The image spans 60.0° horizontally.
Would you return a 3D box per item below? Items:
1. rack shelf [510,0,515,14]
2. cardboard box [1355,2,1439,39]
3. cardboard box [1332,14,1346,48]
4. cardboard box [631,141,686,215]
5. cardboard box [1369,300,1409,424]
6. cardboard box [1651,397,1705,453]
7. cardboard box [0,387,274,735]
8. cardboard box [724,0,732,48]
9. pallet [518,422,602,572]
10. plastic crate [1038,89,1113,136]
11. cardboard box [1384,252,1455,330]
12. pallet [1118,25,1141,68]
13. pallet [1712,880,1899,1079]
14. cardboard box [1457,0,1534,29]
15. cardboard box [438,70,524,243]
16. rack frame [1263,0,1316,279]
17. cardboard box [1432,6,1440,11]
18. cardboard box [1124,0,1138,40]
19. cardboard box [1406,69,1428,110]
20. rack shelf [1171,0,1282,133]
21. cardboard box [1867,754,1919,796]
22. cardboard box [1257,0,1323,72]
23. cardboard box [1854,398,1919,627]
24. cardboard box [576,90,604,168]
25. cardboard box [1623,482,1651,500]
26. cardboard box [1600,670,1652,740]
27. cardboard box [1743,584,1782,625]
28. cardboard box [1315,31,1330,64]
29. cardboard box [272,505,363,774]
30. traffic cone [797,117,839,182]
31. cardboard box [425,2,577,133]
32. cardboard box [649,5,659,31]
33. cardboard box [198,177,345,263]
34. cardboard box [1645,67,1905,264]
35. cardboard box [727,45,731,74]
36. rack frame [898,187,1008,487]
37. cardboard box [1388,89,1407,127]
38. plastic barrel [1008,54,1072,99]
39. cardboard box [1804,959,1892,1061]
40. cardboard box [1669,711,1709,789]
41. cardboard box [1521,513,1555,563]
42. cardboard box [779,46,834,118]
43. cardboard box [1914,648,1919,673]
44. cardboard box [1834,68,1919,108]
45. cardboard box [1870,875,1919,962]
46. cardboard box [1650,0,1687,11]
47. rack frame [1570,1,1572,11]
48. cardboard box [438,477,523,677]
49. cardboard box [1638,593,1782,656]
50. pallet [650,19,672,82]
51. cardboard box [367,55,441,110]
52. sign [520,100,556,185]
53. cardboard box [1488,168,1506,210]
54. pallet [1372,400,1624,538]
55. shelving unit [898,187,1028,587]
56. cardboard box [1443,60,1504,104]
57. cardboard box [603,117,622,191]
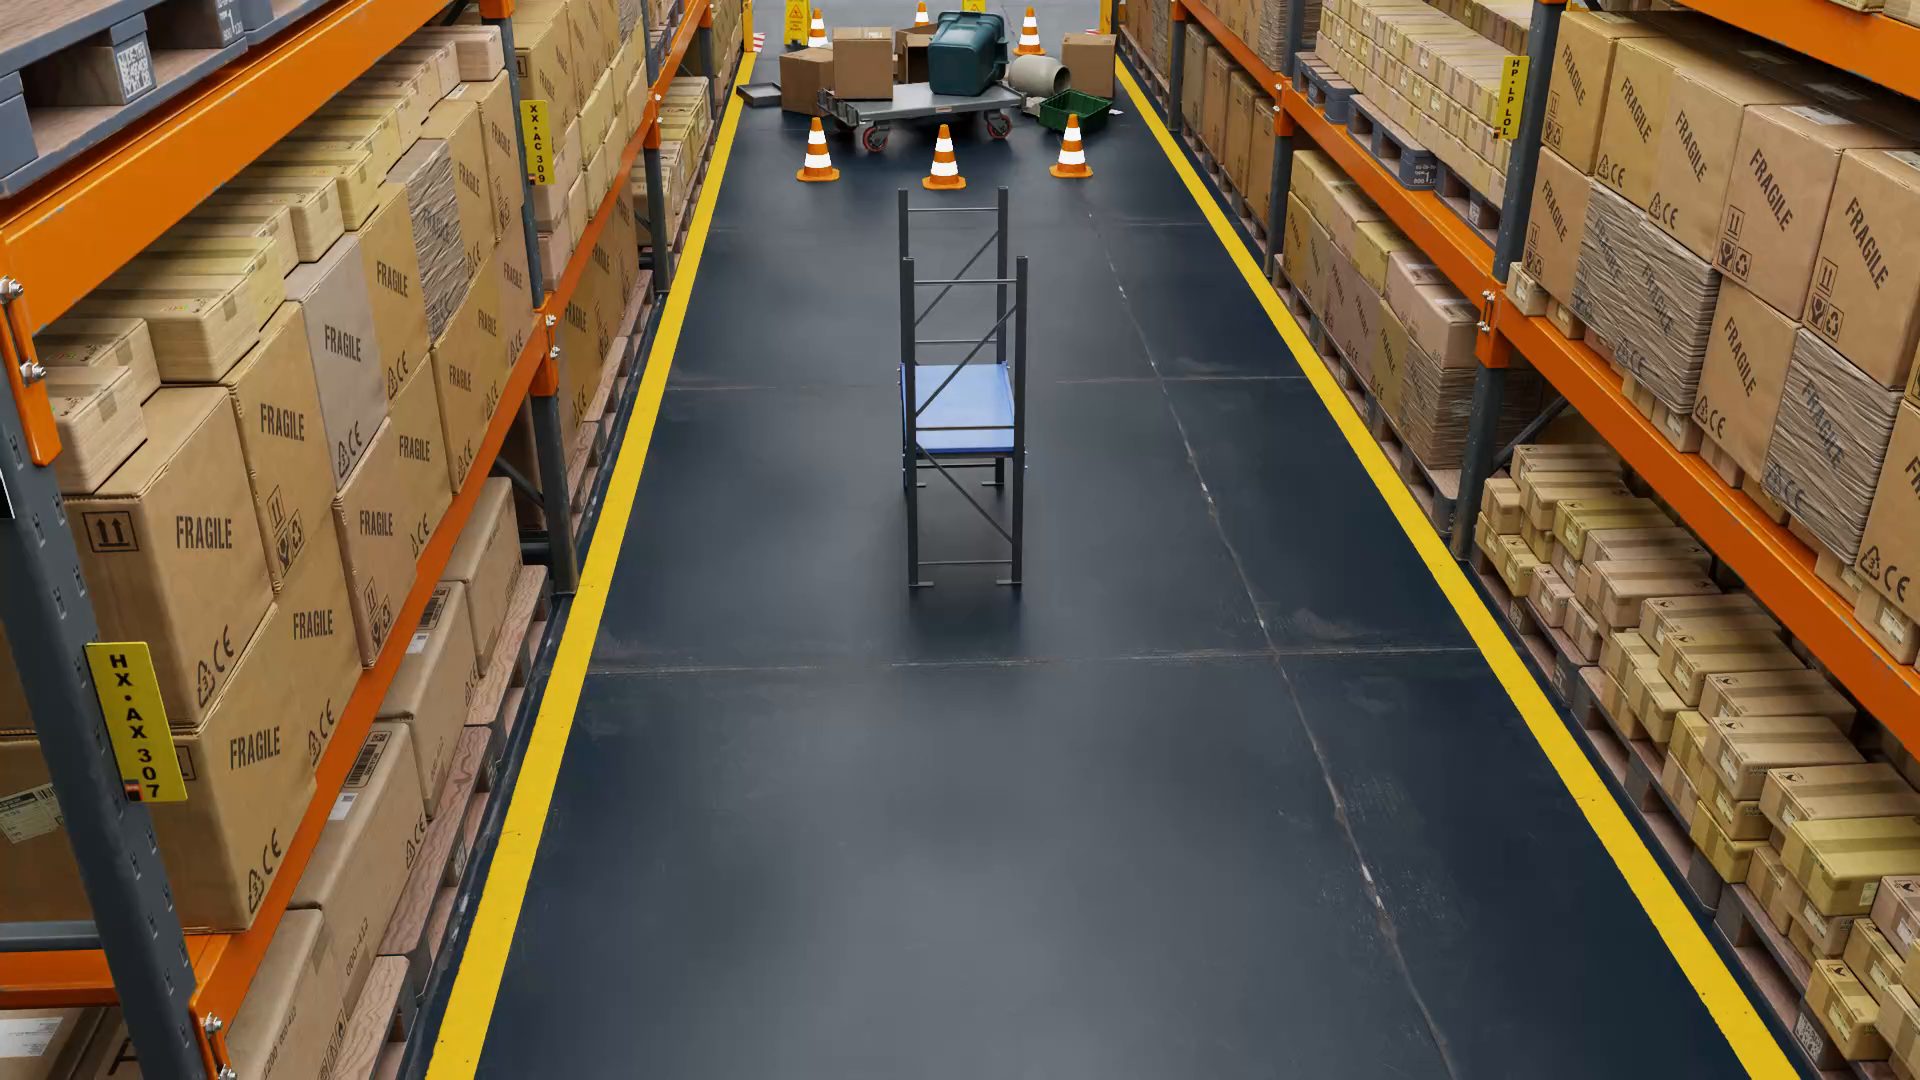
[{"bbox_3d":[-2.289,-3.034,7.858,1.077,0.370,4.000,-1,28,-3],"label":"rack shelf"},{"bbox_3d":[2.413,-2.874,9.190,0.380,0.149,0.250,-3,28,-5],"label":"cardboard box"},{"bbox_3d":[2.385,-2.966,9.690,0.380,0.149,0.250,0,28,0],"label":"cardboard box"},{"bbox_3d":[-2.460,-2.569,11.820,0.950,0.372,0.625,-2,28,-4],"label":"cardboard box"},{"bbox_3d":[2.437,-0.916,8.512,0.500,0.500,0.500,-2,28,-4],"label":"cardboard box"},{"bbox_3d":[2.558,-0.409,5.561,0.380,0.149,0.250,0,28,0],"label":"cardboard box"},{"bbox_3d":[-1.717,0.032,3.256,0.500,0.500,0.500,-2,28,-4],"label":"cardboard box"},{"bbox_3d":[-2.429,-4.859,15.531,0.500,0.500,0.500,0,28,0],"label":"cardboard box"},{"bbox_3d":[-2.300,-0.218,7.939,1.003,0.211,1.213,-1,28,-3],"label":"pallet"},{"bbox_3d":[1.018,-3.787,14.747,0.450,0.188,0.662,22,34,18],"label":"plastic crate"},{"bbox_3d":[2.448,-1.252,8.344,0.500,0.250,0.500,0,28,0],"label":"cardboard box"},{"bbox_3d":[2.246,-5.204,17.499,1.003,0.211,1.213,-1,28,-3],"label":"pallet"},{"bbox_3d":[2.951,1.407,4.824,1.003,0.211,1.213,-1,28,-3],"label":"pallet"},{"bbox_3d":[3.052,-2.999,9.431,0.380,0.149,0.250,-1,28,-1],"label":"cardboard box"},{"bbox_3d":[-1.884,-1.376,5.955,0.500,0.500,0.500,-2,28,-3],"label":"cardboard box"},{"bbox_3d":[2.544,-3.113,10.475,1.000,3.000,0.127,-1,28,-3],"label":"rack frame"},{"bbox_3d":[3.025,-3.102,9.951,0.380,0.149,0.250,-1,28,-2],"label":"cardboard box"},{"bbox_3d":[2.228,-5.740,17.355,0.875,0.875,0.875,-1,28,-2],"label":"cardboard box"},{"bbox_3d":[2.463,-2.260,8.335,0.380,0.149,0.250,-1,28,-2],"label":"cardboard box"},{"bbox_3d":[2.440,-3.718,12.412,1.077,0.370,4.000,-1,28,-3],"label":"rack shelf"},{"bbox_3d":[3.118,0.799,5.281,0.380,0.149,0.250,-3,28,-5],"label":"cardboard box"},{"bbox_3d":[2.253,-3.359,10.838,0.500,0.500,0.500,-1,28,-3],"label":"cardboard box"},{"bbox_3d":[2.660,-0.034,4.142,0.500,0.500,0.500,-2,28,-3],"label":"cardboard box"},{"bbox_3d":[-1.981,-1.938,7.844,0.500,0.250,0.500,-1,28,-2],"label":"cardboard box"},{"bbox_3d":[3.087,-0.182,7.162,0.380,0.149,0.250,-1,28,-2],"label":"cardboard box"},{"bbox_3d":[2.560,0.586,6.011,0.380,0.149,0.250,-2,28,-4],"label":"cardboard box"},{"bbox_3d":[3.147,0.183,6.141,0.380,0.149,0.250,-3,28,-5],"label":"cardboard box"},{"bbox_3d":[2.366,-2.976,10.030,0.380,0.149,0.250,-2,28,-3],"label":"cardboard box"},{"bbox_3d":[-1.769,0.242,3.934,0.500,0.500,0.500,-2,28,-3],"label":"cardboard box"},{"bbox_3d":[-1.140,-3.130,13.251,0.336,0.463,0.334,-1,28,-3],"label":"traffic cone"},{"bbox_3d":[-1.975,-2.032,7.212,0.500,0.500,0.500,-2,28,-3],"label":"cardboard box"},{"bbox_3d":[-2.174,-3.435,10.910,0.380,0.149,0.250,-3,28,-6],"label":"cardboard box"},{"bbox_3d":[-1.771,-0.798,4.145,0.380,0.149,0.250,-1,28,-2],"label":"cardboard box"},{"bbox_3d":[2.571,-1.198,5.293,0.500,0.500,0.500,-1,28,-2],"label":"cardboard box"},{"bbox_3d":[-2.433,-4.531,15.713,0.500,0.250,0.500,-2,28,-3],"label":"cardboard box"},{"bbox_3d":[-0.031,-0.939,7.929,0.500,1.500,0.032,-1,28,-3],"label":"rack frame"},{"bbox_3d":[2.450,-2.244,8.626,0.380,0.149,0.250,-2,28,-4],"label":"cardboard box"},{"bbox_3d":[0.744,-4.305,15.546,0.512,0.421,0.421,19,33,32],"label":"plastic barrel"},{"bbox_3d":[2.612,1.305,4.633,0.380,0.149,0.250,-1,28,-1],"label":"cardboard box"},{"bbox_3d":[2.586,0.693,5.484,0.380,0.149,0.250,0,28,0],"label":"cardboard box"},{"bbox_3d":[2.555,-0.030,6.871,0.380,0.149,0.250,-1,28,-2],"label":"cardboard box"},{"bbox_3d":[-1.300,-4.214,15.287,0.500,0.500,0.500,19,33,32],"label":"cardboard box"},{"bbox_3d":[2.659,0.318,4.168,0.380,0.149,0.250,-2,28,-3],"label":"cardboard box"},{"bbox_3d":[3.093,-1.199,5.295,0.500,0.500,0.500,-1,28,-1],"label":"cardboard box"},{"bbox_3d":[2.726,1.040,4.498,0.380,0.149,0.250,-1,28,-2],"label":"cardboard box"},{"bbox_3d":[7.180,-5.105,16.543,0.500,0.500,0.500,1,28,2],"label":"cardboard box"},{"bbox_3d":[7.085,-6.880,17.698,1.000,3.000,0.127,-1,28,-3],"label":"rack frame"},{"bbox_3d":[-2.259,0.143,6.549,0.875,0.438,0.875,-2,28,-3],"label":"cardboard box"},{"bbox_3d":[2.647,0.320,5.878,0.380,0.149,0.250,-2,28,-5],"label":"cardboard box"},{"bbox_3d":[-2.537,-3.188,10.826,1.213,0.211,1.003,-1,28,-3],"label":"pallet"},{"bbox_3d":[-1.942,-1.500,5.492,0.380,0.149,0.250,-1,28,-3],"label":"cardboard box"},{"bbox_3d":[-1.631,-1.532,6.423,0.100,0.325,0.005,-1,28,-3],"label":"sign"},{"bbox_3d":[2.535,-1.519,7.236,0.380,0.149,0.250,-2,28,-4],"label":"cardboard box"},{"bbox_3d":[2.711,-0.389,8.267,1.003,0.211,1.213,-1,28,-3],"label":"pallet"},{"bbox_3d":[-0.004,-0.704,7.479,0.538,1.500,1.048,-1,28,-3],"label":"shelving unit"},{"bbox_3d":[2.497,-2.150,7.802,0.380,0.149,0.250,-1,28,-3],"label":"cardboard box"},{"bbox_3d":[-2.000,-1.950,8.407,0.500,0.250,0.500,-2,28,-3],"label":"cardboard box"}]
